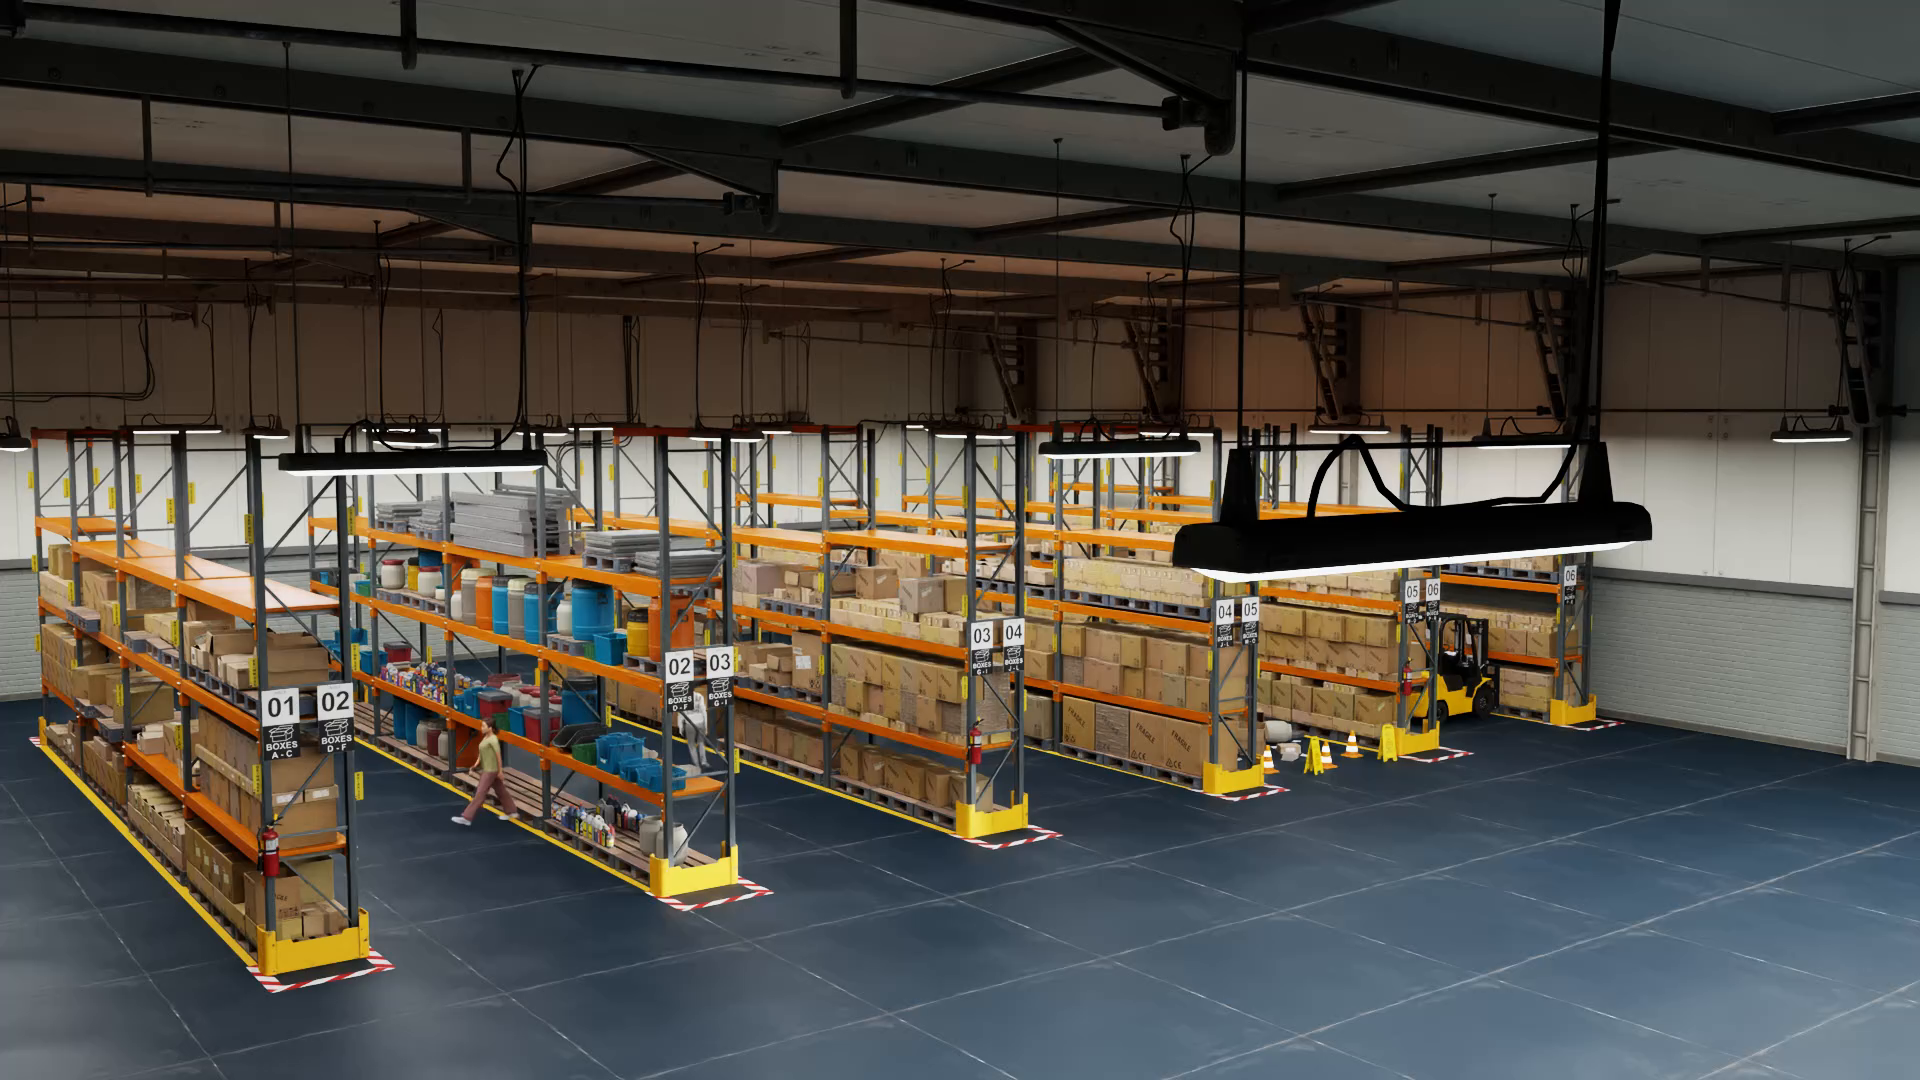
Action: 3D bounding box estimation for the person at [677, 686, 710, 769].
[{"bbox_3d":[-4.623,3.224,28.854,0.528,1.673,0.483,-2,5,-28],"label":"person"}]

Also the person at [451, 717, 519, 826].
[{"bbox_3d":[-7.249,3.513,25.332,1.033,1.616,0.482,-2,5,-23],"label":"person"}]
